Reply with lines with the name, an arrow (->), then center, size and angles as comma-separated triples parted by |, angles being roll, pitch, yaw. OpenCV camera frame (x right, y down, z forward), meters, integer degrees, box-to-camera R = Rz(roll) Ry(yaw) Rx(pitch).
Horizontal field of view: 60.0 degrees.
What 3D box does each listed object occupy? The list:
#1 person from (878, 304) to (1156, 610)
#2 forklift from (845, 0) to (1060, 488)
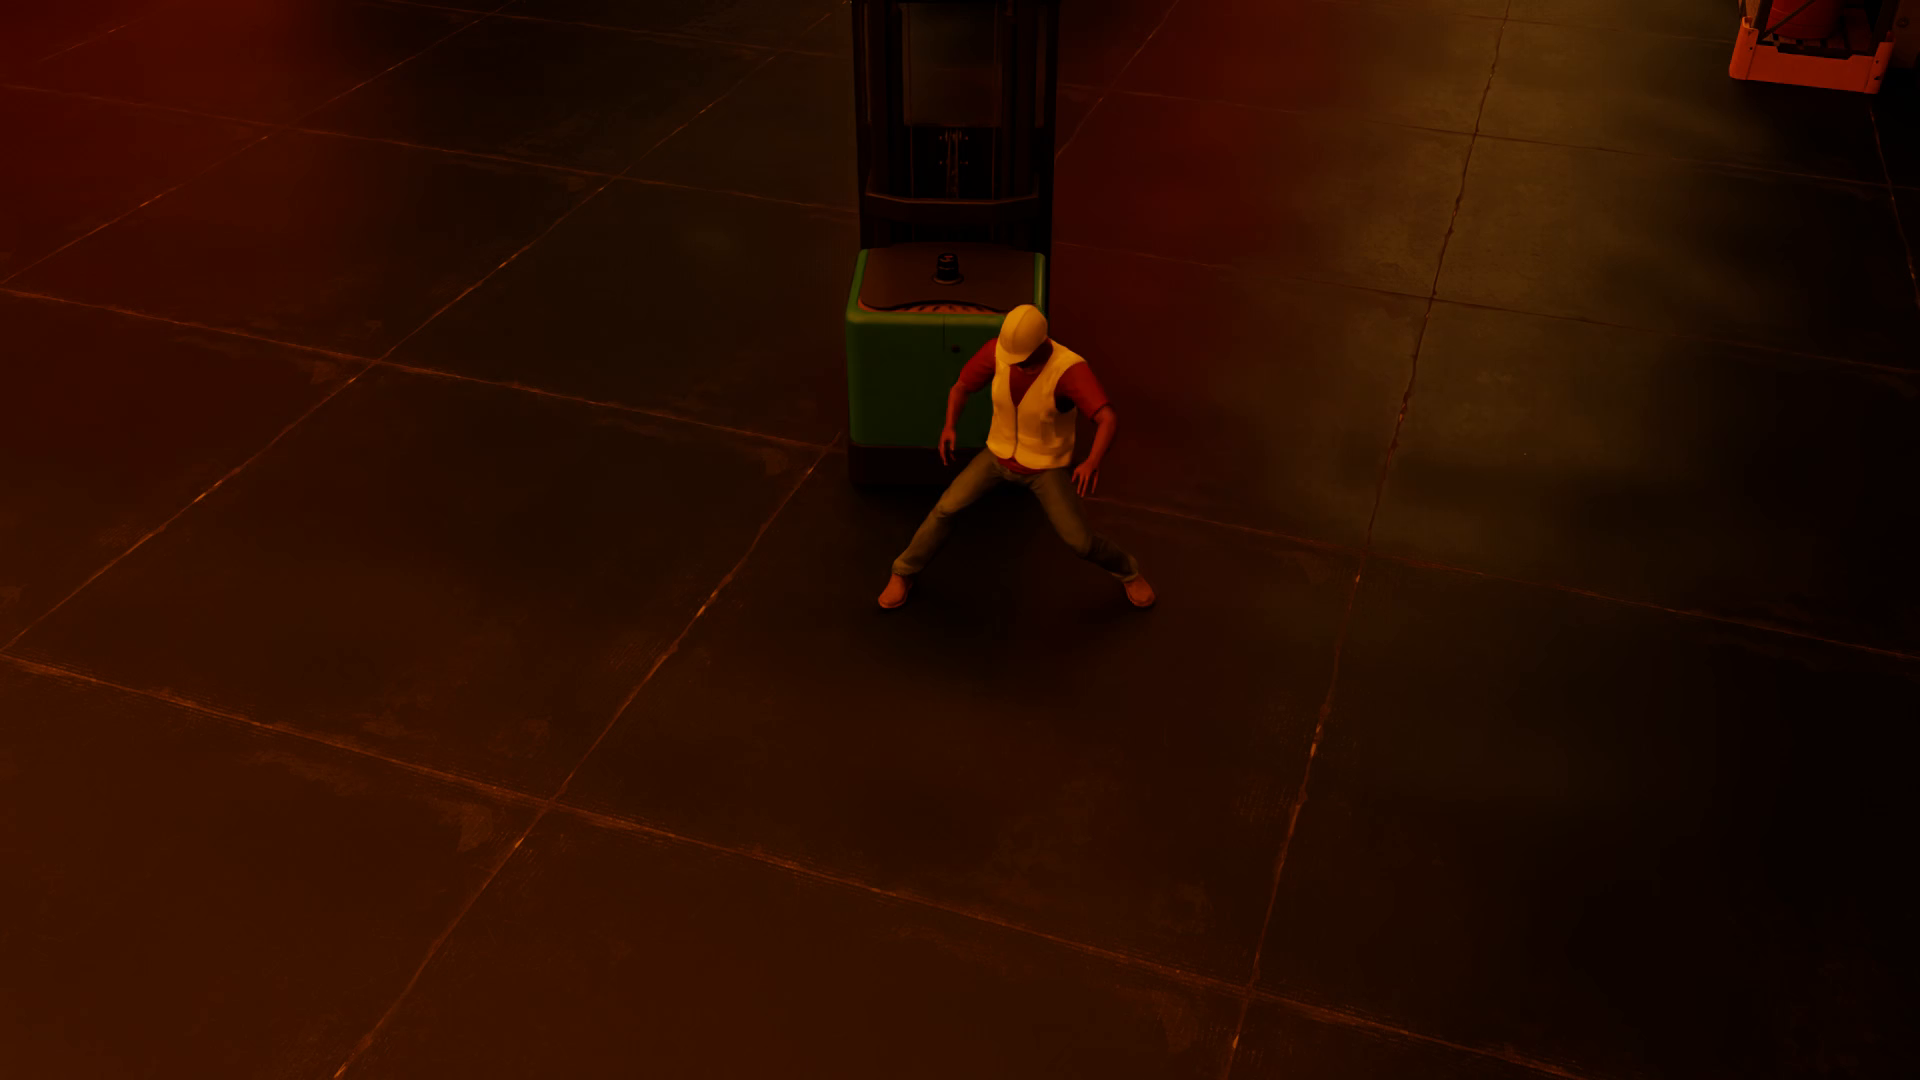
person -> 0.290, -0.345, 7.786 | 1.193, 1.583, 0.923 | 20, 40, 26
forklift -> -0.011, -2.300, 9.355 | 1.130, 2.935, 3.031 | 2, 35, 2
